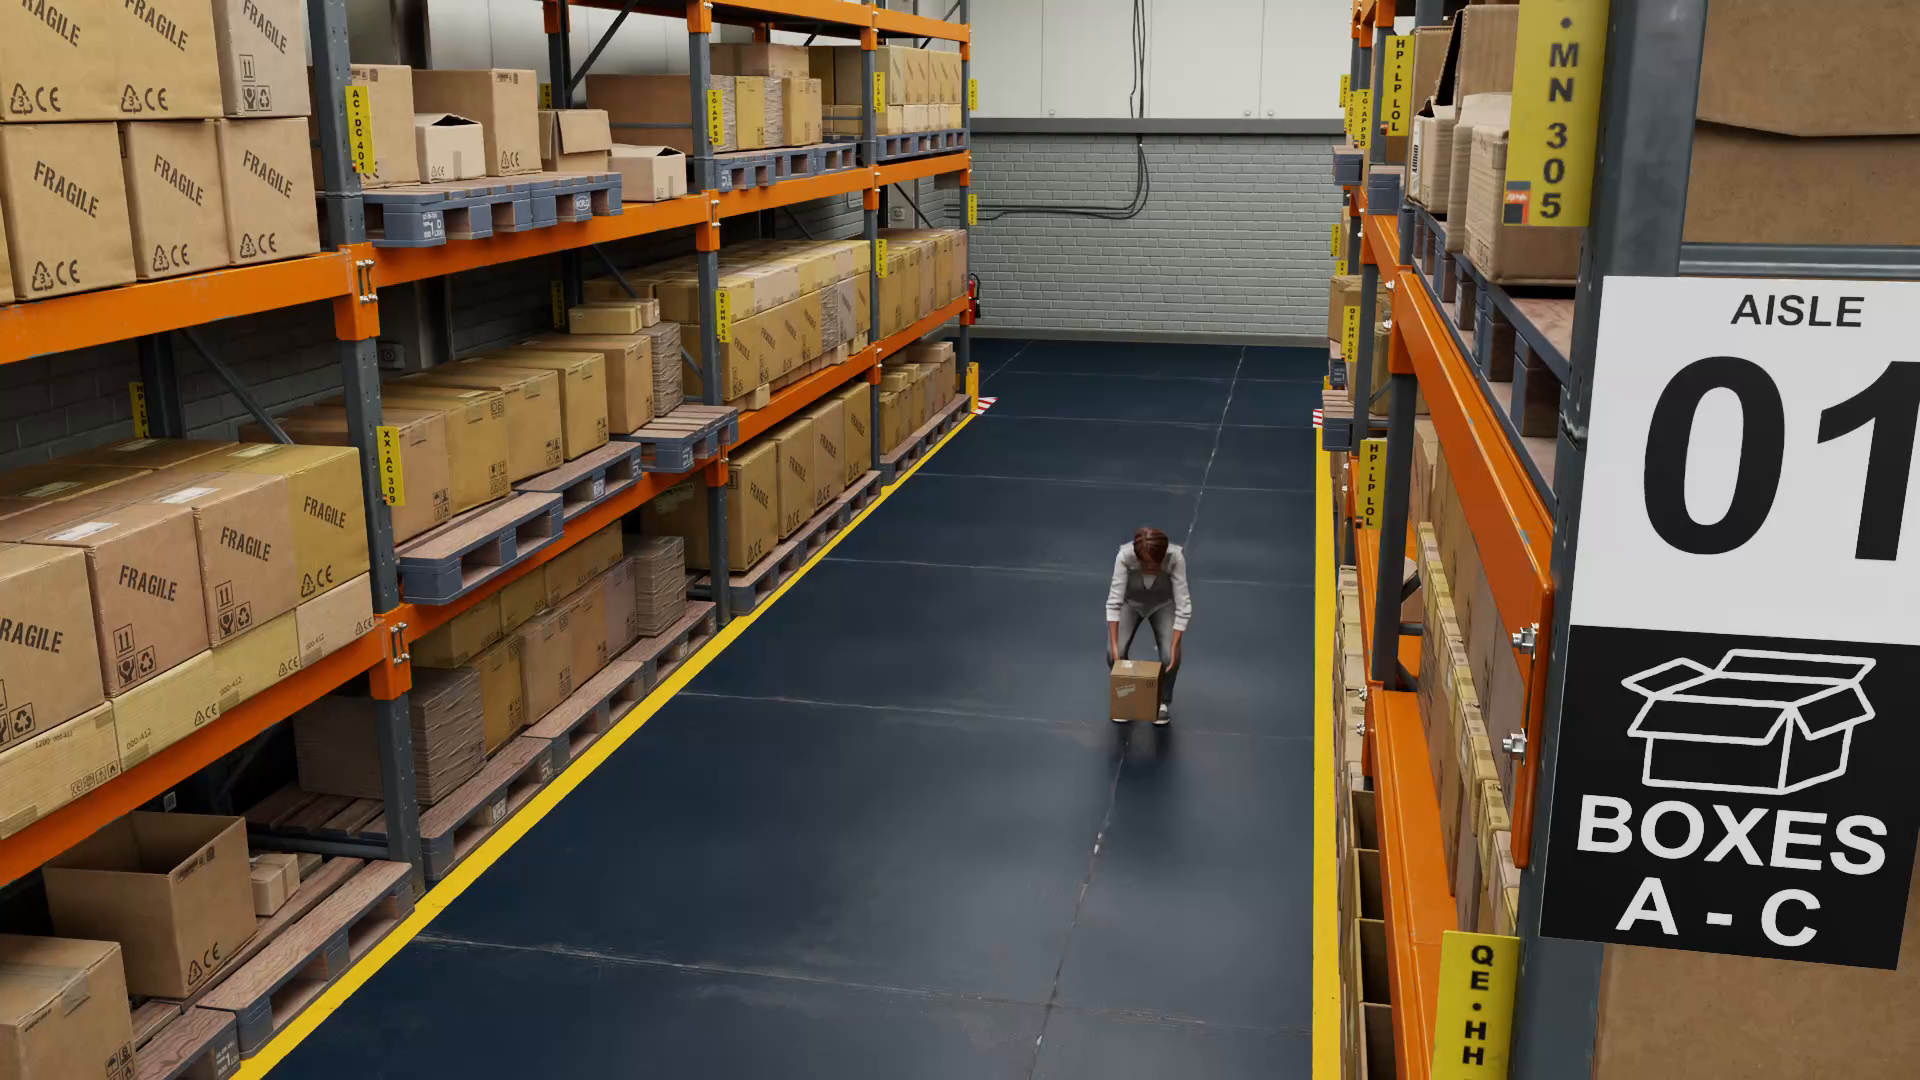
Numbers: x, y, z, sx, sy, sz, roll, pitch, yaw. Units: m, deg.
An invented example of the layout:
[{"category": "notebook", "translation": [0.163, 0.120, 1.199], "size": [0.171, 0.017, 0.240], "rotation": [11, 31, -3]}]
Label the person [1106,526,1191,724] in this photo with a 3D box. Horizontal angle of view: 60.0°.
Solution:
[{"category": "person", "translation": [1.048, 0.450, 9.175], "size": [0.464, 1.175, 0.710], "rotation": [3, 15, 11]}]
